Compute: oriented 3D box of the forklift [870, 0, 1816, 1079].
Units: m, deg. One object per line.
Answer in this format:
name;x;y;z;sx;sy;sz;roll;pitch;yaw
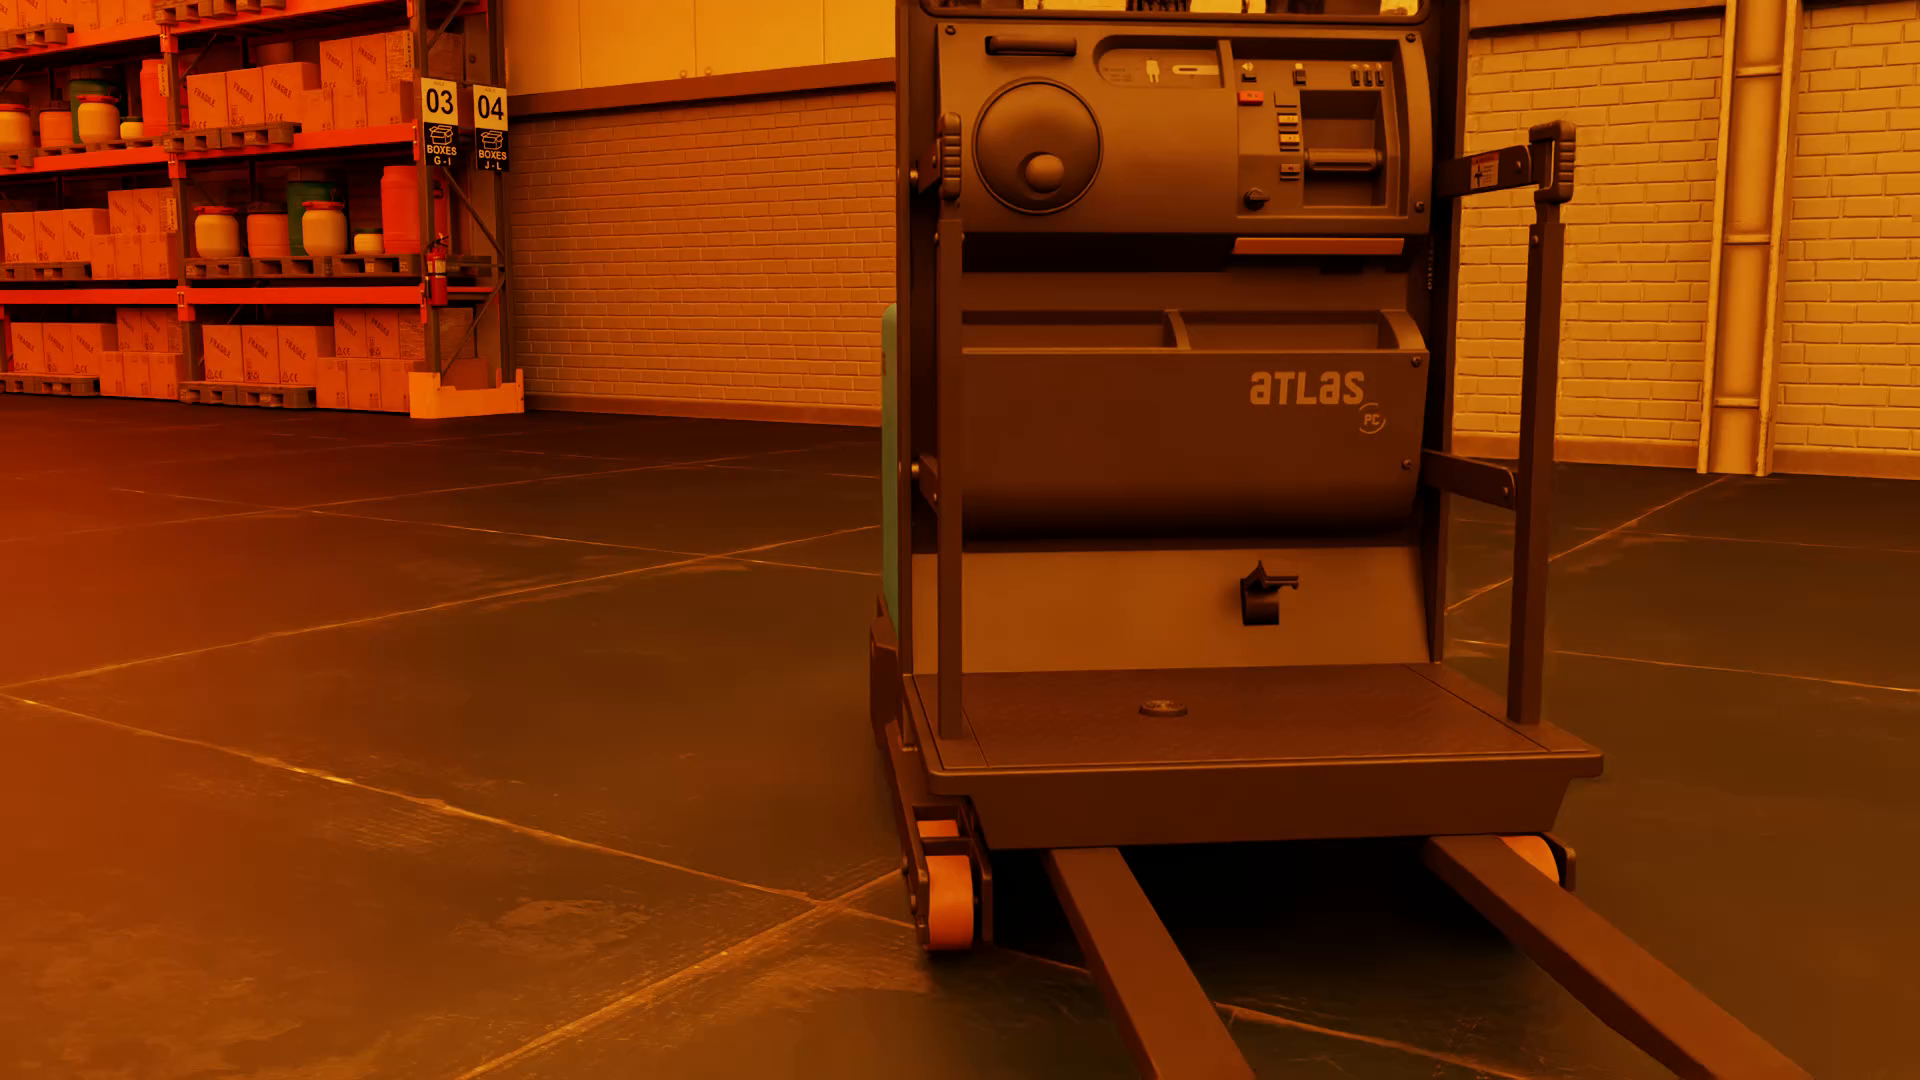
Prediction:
forklift;0.447;-0.813;2.910;1.130;2.935;3.031;-1;8;-6
